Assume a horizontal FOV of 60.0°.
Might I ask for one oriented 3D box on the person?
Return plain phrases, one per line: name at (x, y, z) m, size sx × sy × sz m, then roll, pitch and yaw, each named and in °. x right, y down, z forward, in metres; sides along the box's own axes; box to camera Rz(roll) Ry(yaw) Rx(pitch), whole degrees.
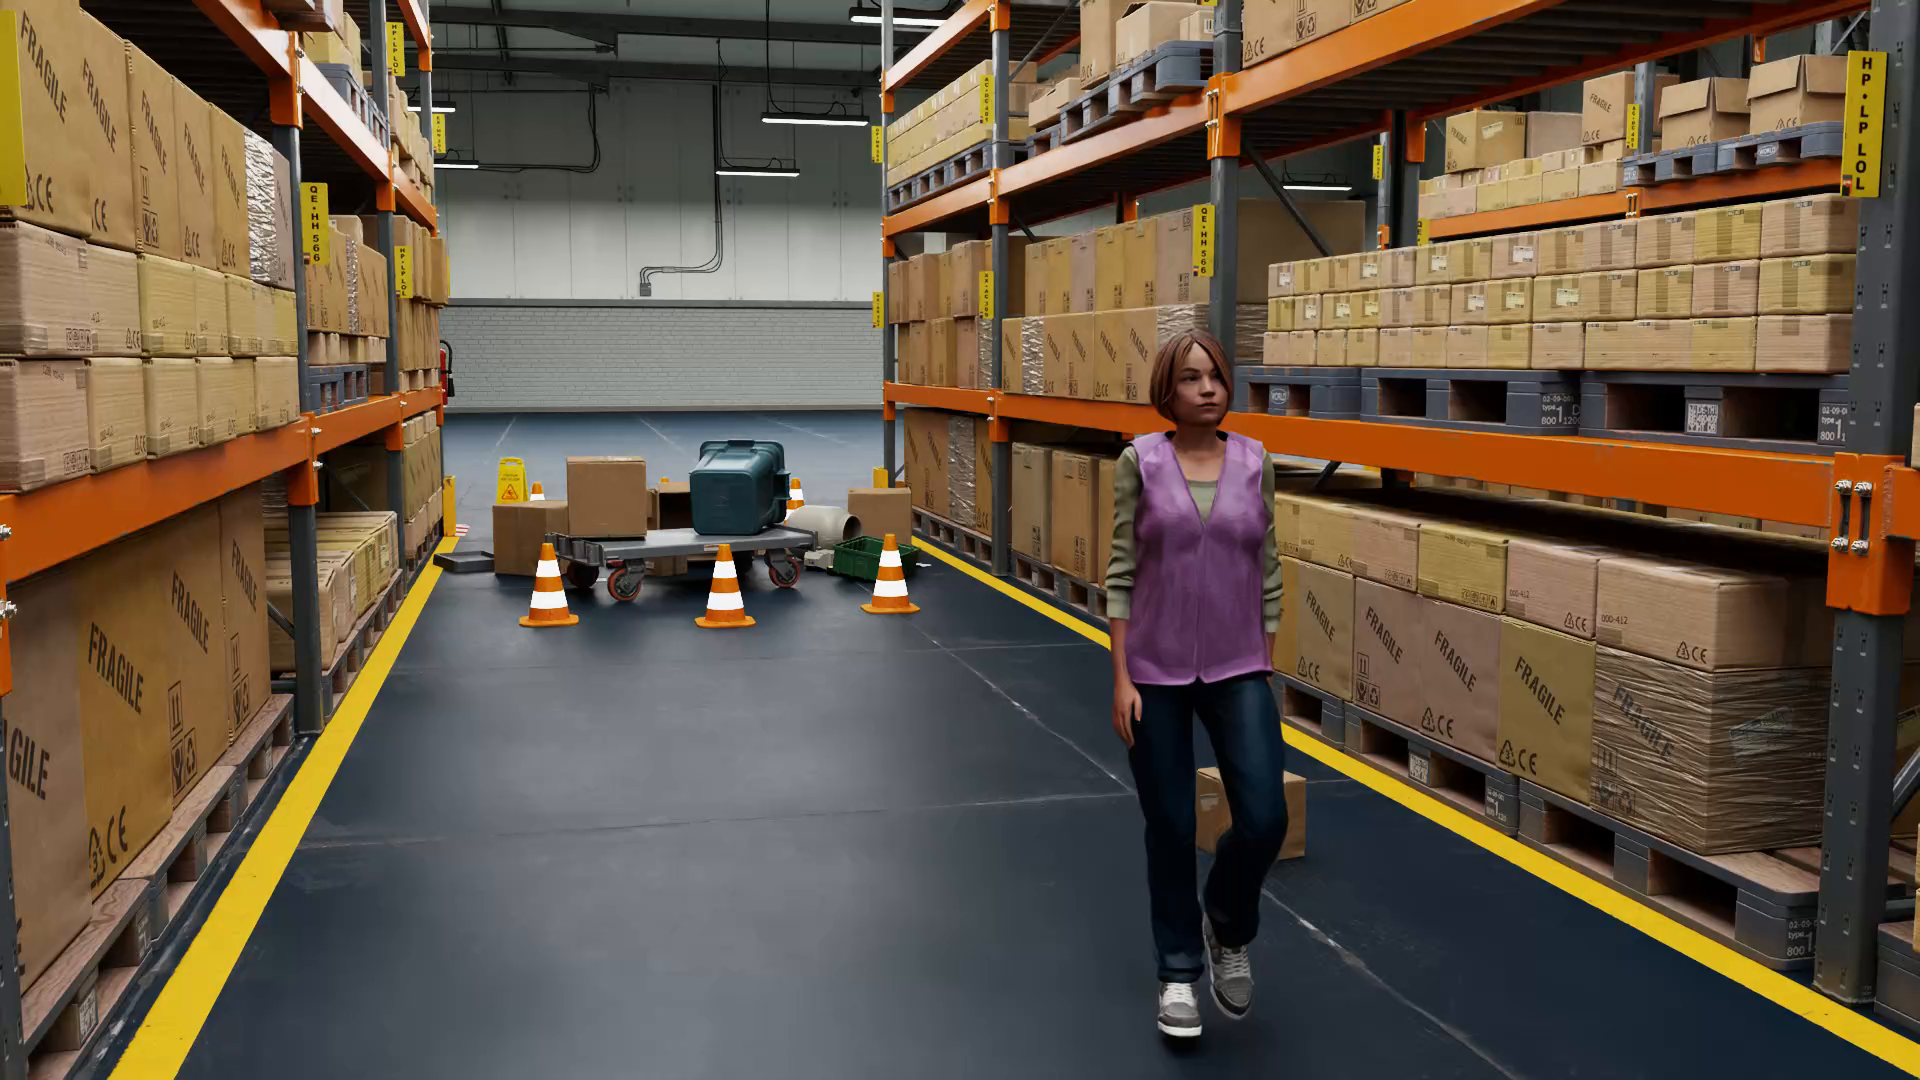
person at (0.529, 0.326, 3.721) m, size 0.410 × 1.591 × 0.394 m, roll 0°, pitch 6°, yaw 2°
